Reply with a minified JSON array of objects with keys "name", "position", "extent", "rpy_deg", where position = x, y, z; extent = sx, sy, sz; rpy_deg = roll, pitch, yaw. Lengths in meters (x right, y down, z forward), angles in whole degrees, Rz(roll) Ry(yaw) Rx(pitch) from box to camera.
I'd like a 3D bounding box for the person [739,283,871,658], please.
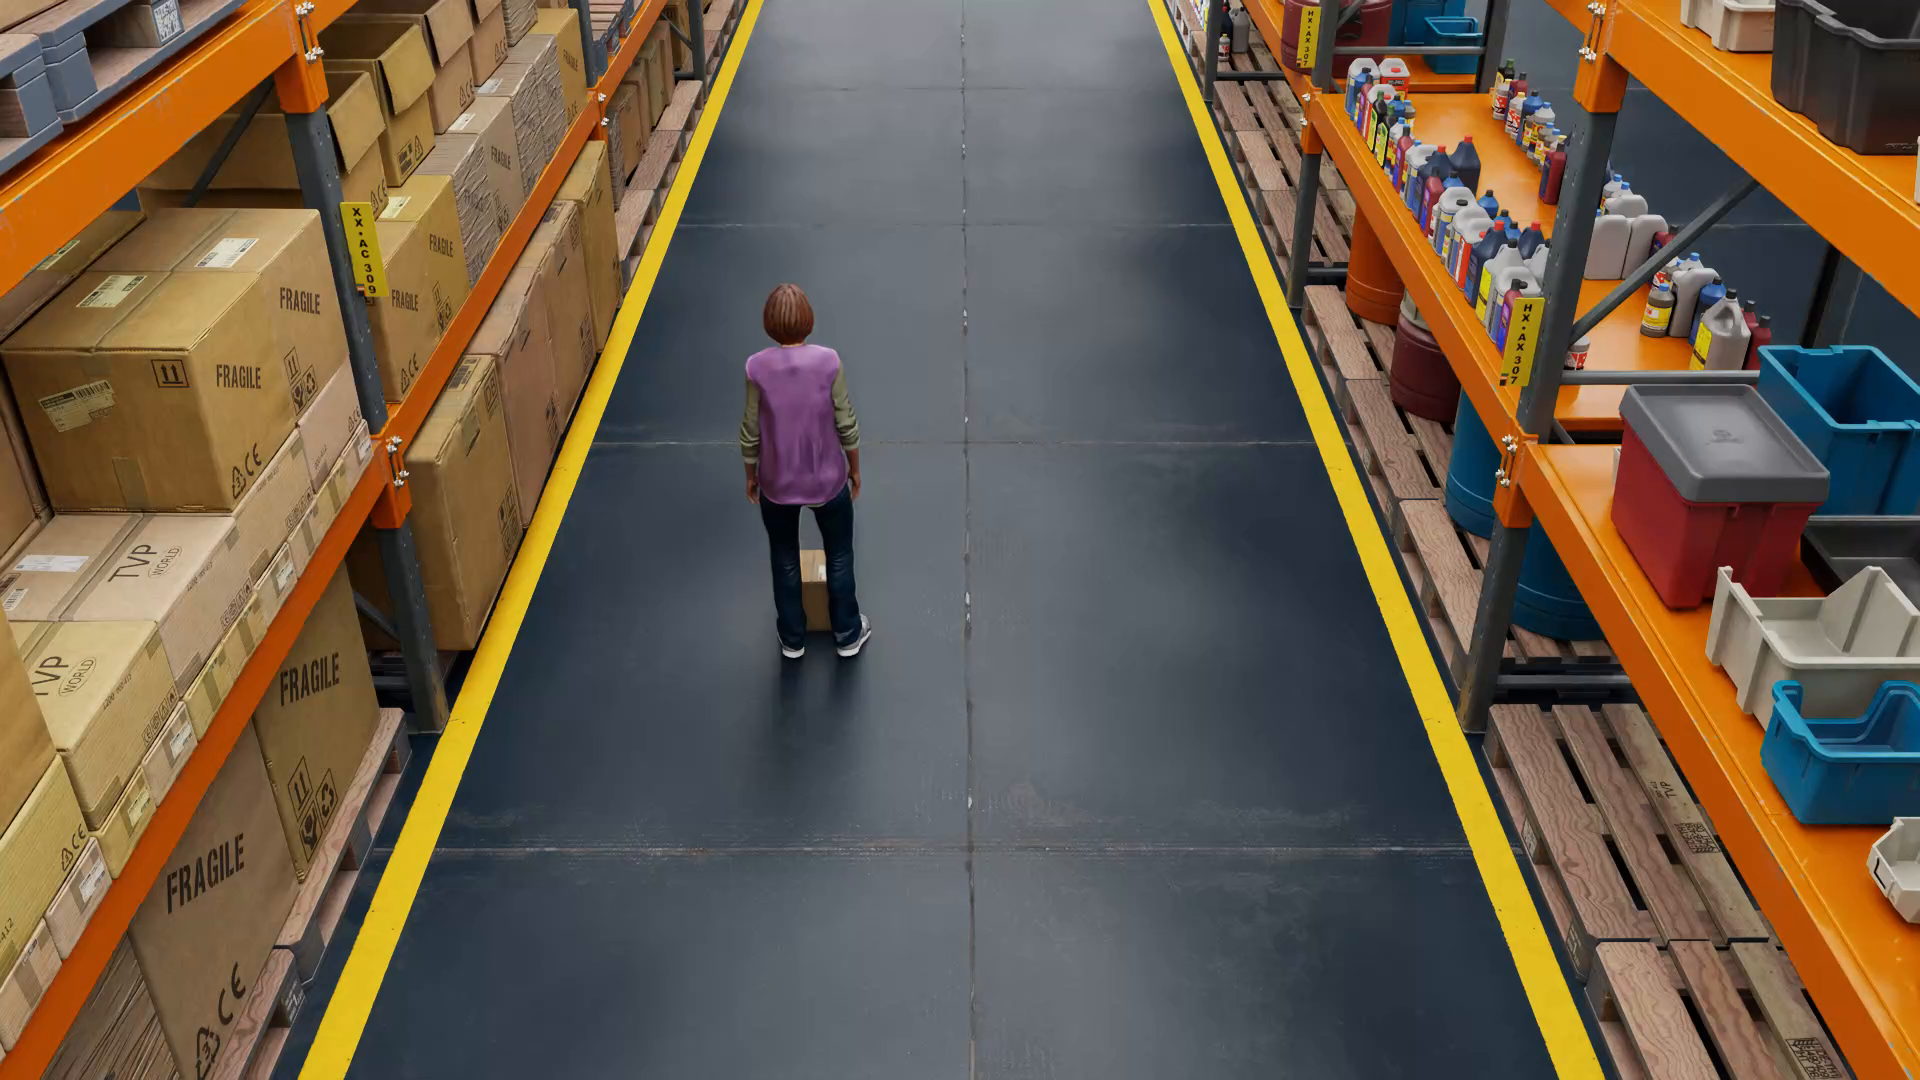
[{"name":"person","position":[-0.610,-0.229,6.515],"extent":[0.478,1.591,0.345],"rpy_deg":[-2,32,-3]}]
